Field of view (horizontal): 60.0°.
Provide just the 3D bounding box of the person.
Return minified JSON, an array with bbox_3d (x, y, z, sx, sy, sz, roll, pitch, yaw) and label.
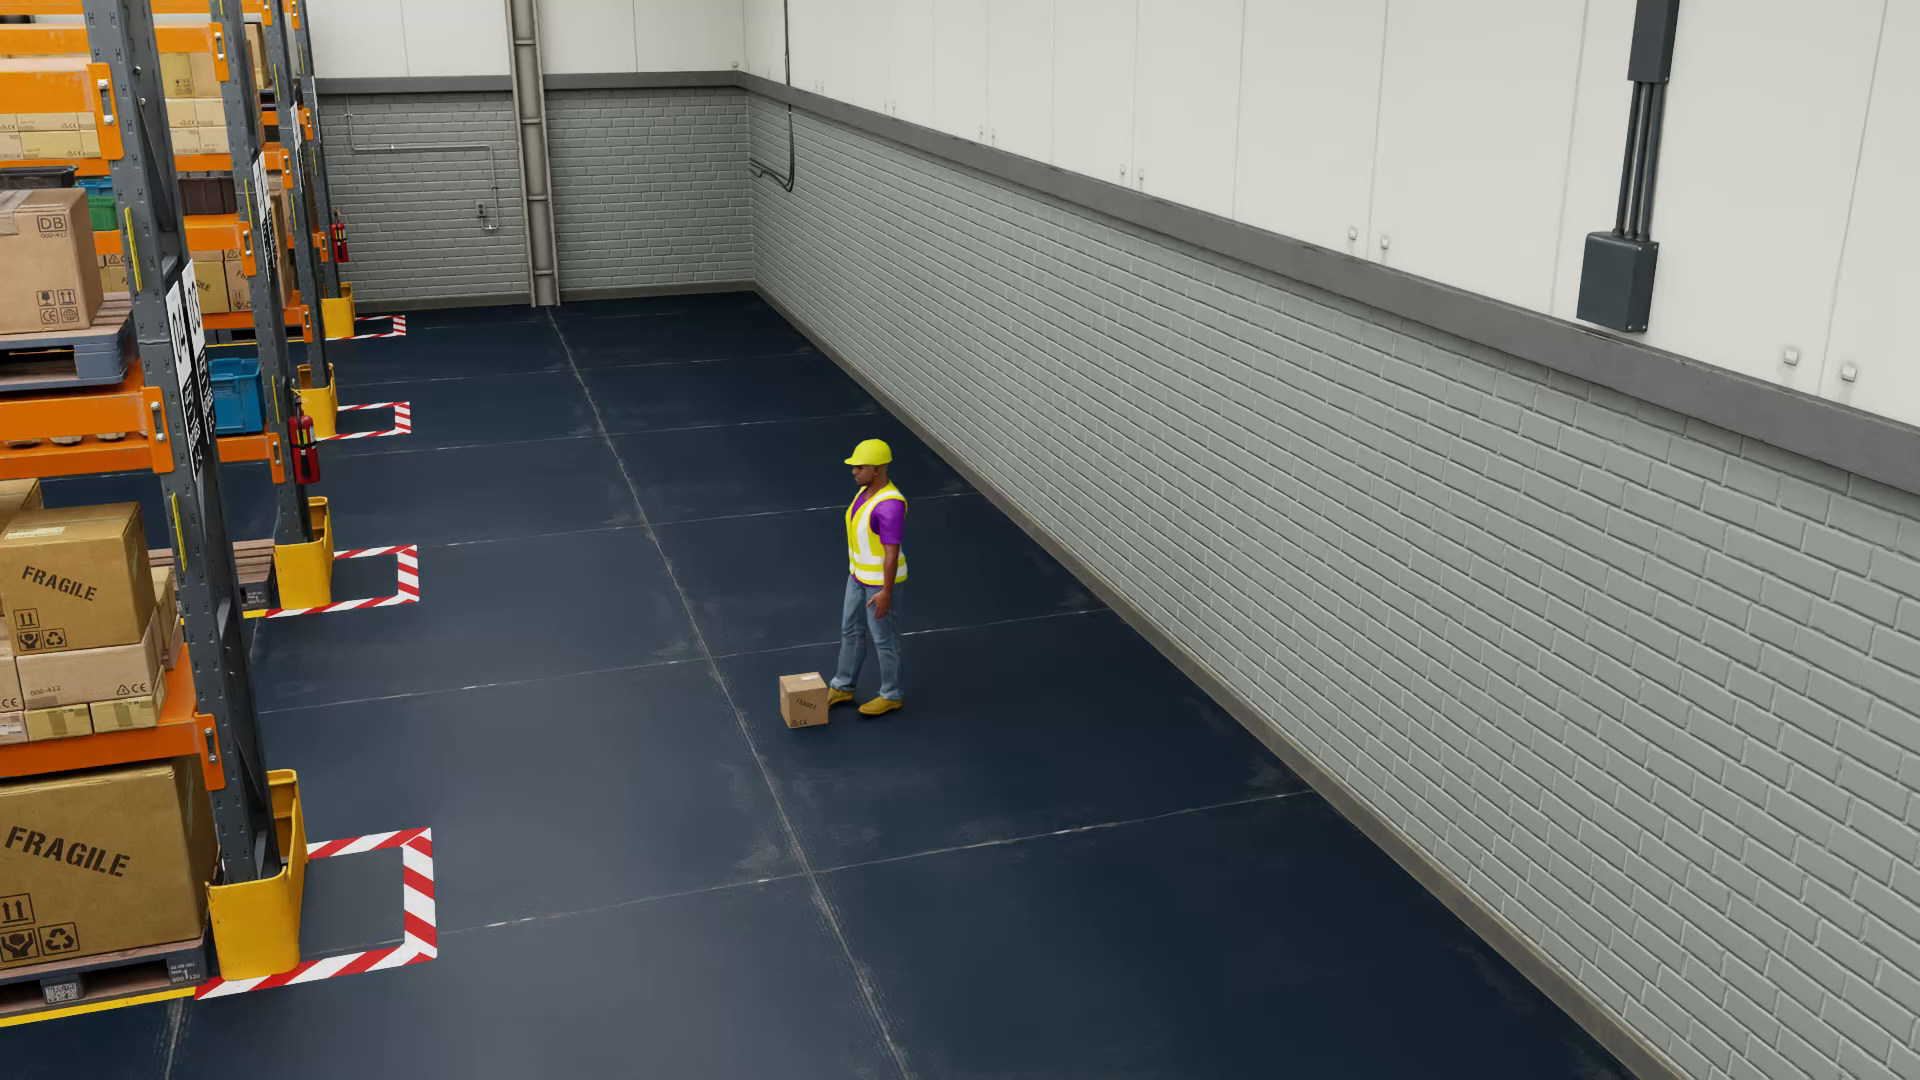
[{"bbox_3d":[-0.622,0.255,10.276,0.594,1.764,0.591,-9,21,-24],"label":"person"}]
